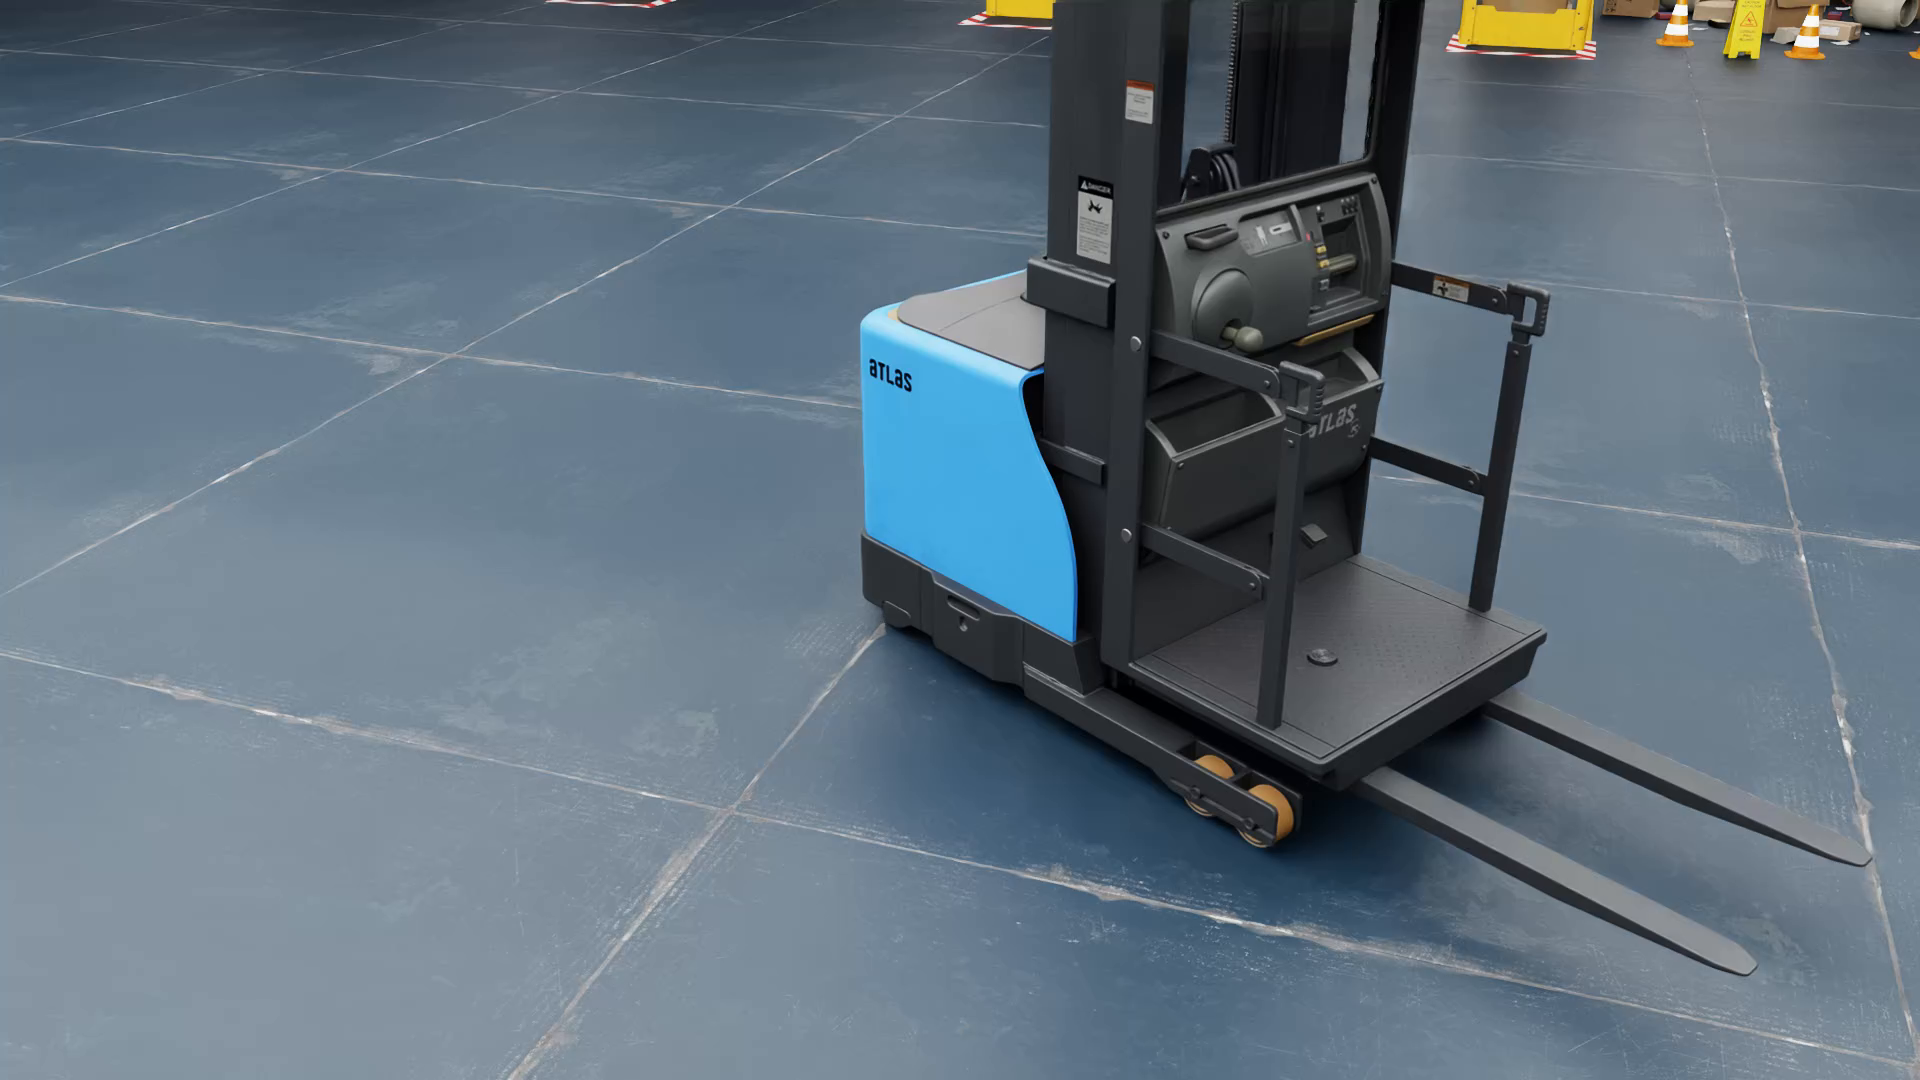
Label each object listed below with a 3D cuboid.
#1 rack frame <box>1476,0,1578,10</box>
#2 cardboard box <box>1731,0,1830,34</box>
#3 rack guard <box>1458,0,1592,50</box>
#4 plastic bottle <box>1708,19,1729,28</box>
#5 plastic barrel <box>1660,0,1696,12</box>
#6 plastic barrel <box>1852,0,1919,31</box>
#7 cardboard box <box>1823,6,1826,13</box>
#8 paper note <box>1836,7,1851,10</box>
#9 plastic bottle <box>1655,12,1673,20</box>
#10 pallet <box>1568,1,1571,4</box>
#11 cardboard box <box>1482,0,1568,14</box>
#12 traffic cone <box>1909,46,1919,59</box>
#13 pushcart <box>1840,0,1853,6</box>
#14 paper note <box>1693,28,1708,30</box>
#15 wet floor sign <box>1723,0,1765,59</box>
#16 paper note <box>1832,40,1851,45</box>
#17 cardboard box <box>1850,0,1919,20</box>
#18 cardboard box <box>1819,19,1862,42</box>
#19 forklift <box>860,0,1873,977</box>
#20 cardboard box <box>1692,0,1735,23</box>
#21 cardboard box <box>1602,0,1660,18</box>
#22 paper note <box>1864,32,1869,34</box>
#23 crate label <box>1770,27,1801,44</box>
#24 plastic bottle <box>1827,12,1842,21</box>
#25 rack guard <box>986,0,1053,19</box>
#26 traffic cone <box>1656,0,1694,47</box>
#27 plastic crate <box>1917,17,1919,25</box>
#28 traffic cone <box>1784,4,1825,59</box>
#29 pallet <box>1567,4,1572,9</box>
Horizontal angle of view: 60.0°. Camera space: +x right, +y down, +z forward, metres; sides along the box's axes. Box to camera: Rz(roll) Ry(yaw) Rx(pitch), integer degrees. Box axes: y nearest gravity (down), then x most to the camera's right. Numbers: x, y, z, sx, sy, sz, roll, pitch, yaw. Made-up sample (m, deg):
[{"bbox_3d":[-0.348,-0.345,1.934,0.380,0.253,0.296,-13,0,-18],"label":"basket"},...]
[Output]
[{"bbox_3d":[5.492,-6.204,15.622,1.000,3.000,0.127,9,27,17],"label":"rack frame"},{"bbox_3d":[8.391,-5.494,17.019,0.797,0.503,0.637,-9,27,-18],"label":"cardboard box"},{"bbox_3d":[5.484,-5.070,16.147,1.175,0.500,0.348,9,27,17],"label":"rack guard"},{"bbox_3d":[7.858,-5.366,17.262,0.133,0.061,0.283,0,26,-1],"label":"plastic bottle"},{"bbox_3d":[7.893,-6.000,18.157,0.421,0.421,0.512,-14,29,-27],"label":"plastic barrel"},{"bbox_3d":[9.454,-5.437,16.994,0.421,0.421,0.512,-14,29,-27],"label":"plastic barrel"},{"bbox_3d":[9.230,-5.918,18.168,0.258,0.266,0.396,-9,27,-18],"label":"cardboard box"},{"bbox_3d":[9.740,-5.865,18.329,0.148,0.019,0.142,9,27,17],"label":"paper note"},{"bbox_3d":[7.566,-5.579,17.703,0.283,0.061,0.133,0,26,-1],"label":"plastic bottle"},{"bbox_3d":[6.092,-5.789,17.964,1.003,0.211,1.213,9,27,17],"label":"pallet"},{"bbox_3d":[5.656,-5.725,16.589,0.875,0.875,0.875,9,27,18],"label":"cardboard box"},{"bbox_3d":[9.121,-4.750,15.530,0.336,0.463,0.334,9,27,17],"label":"traffic cone"},{"bbox_3d":[9.358,-6.302,18.832,1.648,0.377,0.936,0,26,-1],"label":"pushcart"},{"bbox_3d":[7.601,-5.248,17.057,0.144,0.017,0.142,20,32,35],"label":"paper note"},{"bbox_3d":[7.350,-4.846,15.518,0.267,0.644,0.232,4,26,8],"label":"wet floor sign"},{"bbox_3d":[8.631,-4.869,16.271,0.148,0.019,0.142,0,26,-1],"label":"paper note"},{"bbox_3d":[9.885,-5.805,17.663,0.500,0.500,0.500,-14,29,-27],"label":"cardboard box"},{"bbox_3d":[8.725,-5.076,16.564,0.250,0.149,0.380,-20,33,-36],"label":"cardboard box"},{"bbox_3d":[1.014,-0.734,4.403,1.130,2.935,3.031,-21,33,-36],"label":"forklift"},{"bbox_3d":[7.988,-5.644,17.603,0.396,0.266,0.258,14,29,26],"label":"cardboard box"},{"bbox_3d":[7.275,-5.938,17.937,0.500,0.500,0.500,14,29,26],"label":"cardboard box"},{"bbox_3d":[9.175,-5.125,16.823,0.032,0.001,0.123,9,27,17],"label":"paper note"},{"bbox_3d":[8.164,-4.957,16.330,0.250,0.136,0.298,-5,26,-9],"label":"crate label"},{"bbox_3d":[9.327,-5.591,17.727,0.133,0.061,0.283,14,29,26],"label":"plastic bottle"},{"bbox_3d":[0.874,-5.871,17.803,1.175,0.500,0.348,9,27,17],"label":"rack guard"},{"bbox_3d":[7.008,-5.075,16.201,0.336,0.463,0.334,9,27,17],"label":"traffic cone"},{"bbox_3d":[10.229,-5.332,17.170,0.402,0.080,0.583,0,26,-1],"label":"plastic crate"},{"bbox_3d":[7.961,-4.771,15.574,0.336,0.463,0.334,9,27,17],"label":"traffic cone"},{"bbox_3d":[5.685,-5.289,16.932,1.003,0.211,1.213,9,27,17],"label":"pallet"}]
